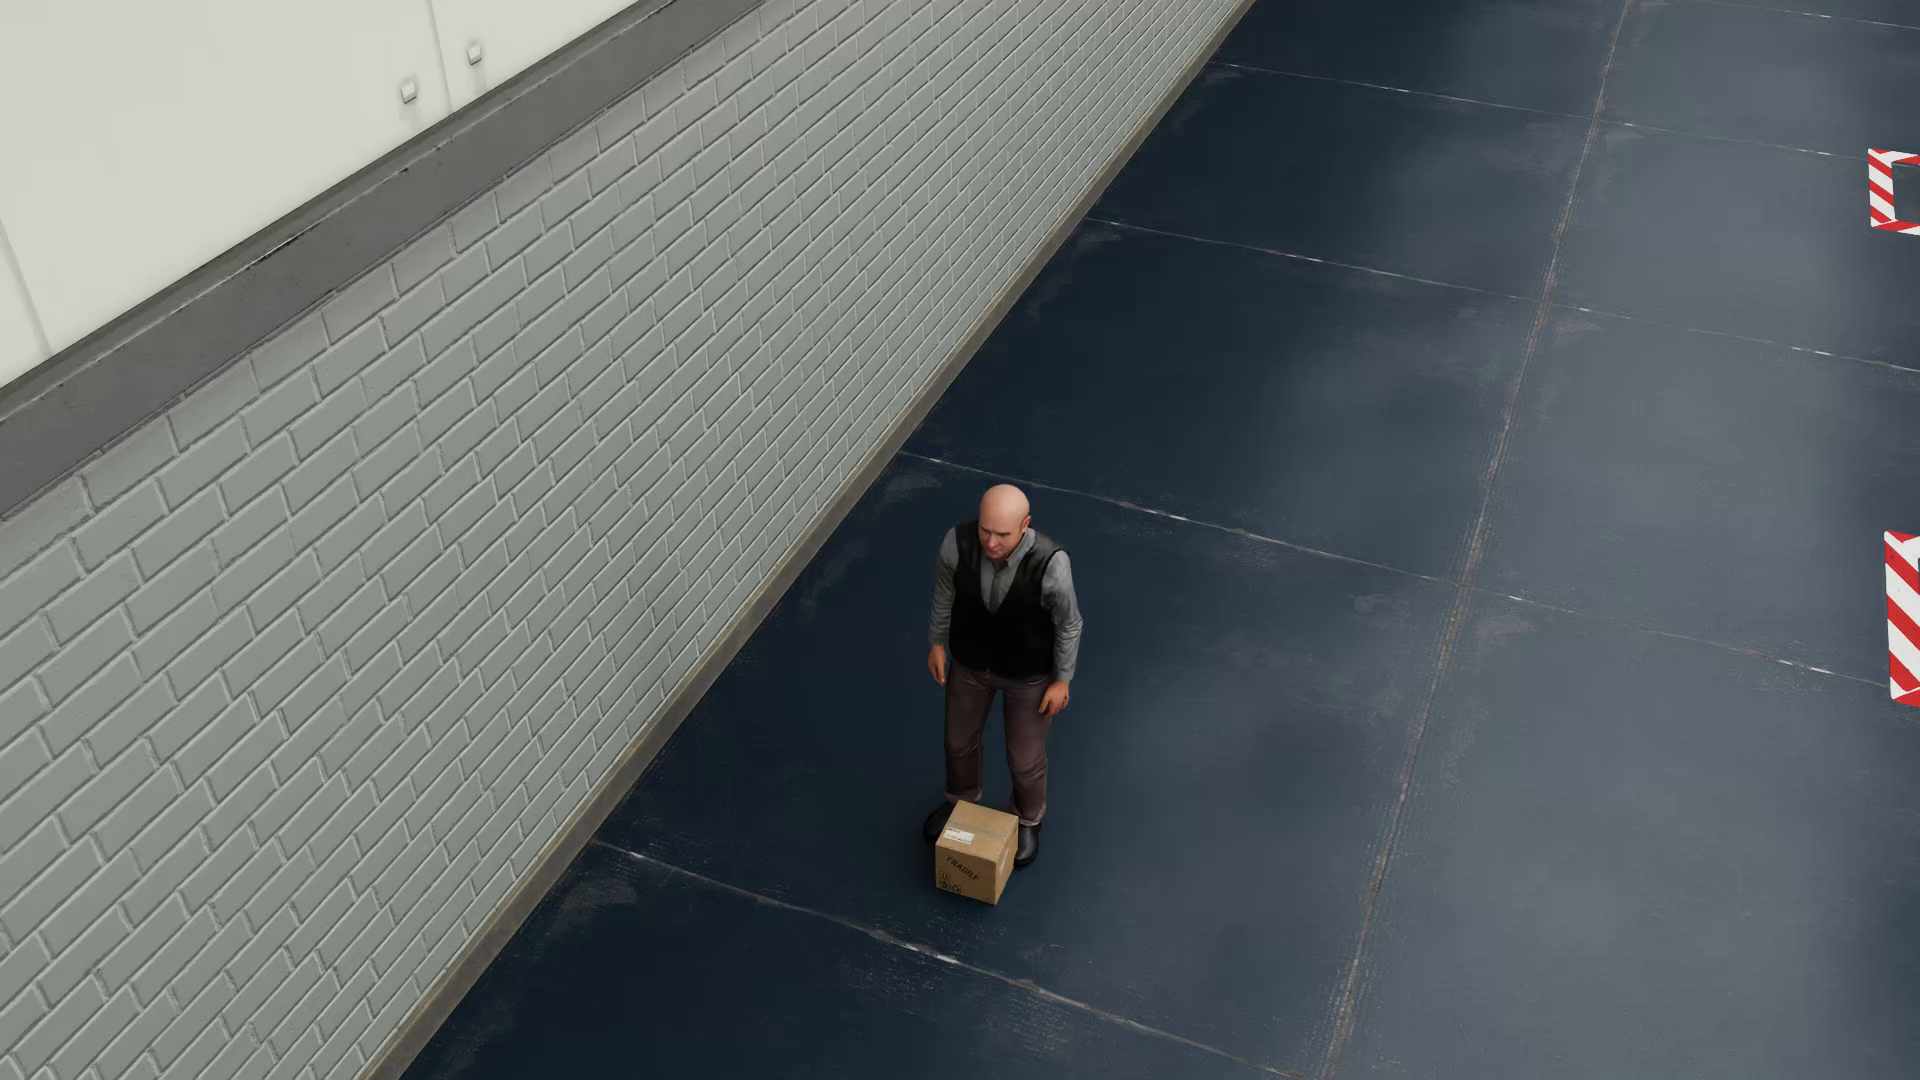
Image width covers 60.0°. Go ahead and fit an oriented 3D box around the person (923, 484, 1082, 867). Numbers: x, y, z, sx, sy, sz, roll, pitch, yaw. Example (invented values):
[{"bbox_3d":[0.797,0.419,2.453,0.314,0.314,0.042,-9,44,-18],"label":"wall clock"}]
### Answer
[{"bbox_3d":[0.162,0.466,6.227,0.580,1.720,0.421,15,40,18],"label":"person"}]
